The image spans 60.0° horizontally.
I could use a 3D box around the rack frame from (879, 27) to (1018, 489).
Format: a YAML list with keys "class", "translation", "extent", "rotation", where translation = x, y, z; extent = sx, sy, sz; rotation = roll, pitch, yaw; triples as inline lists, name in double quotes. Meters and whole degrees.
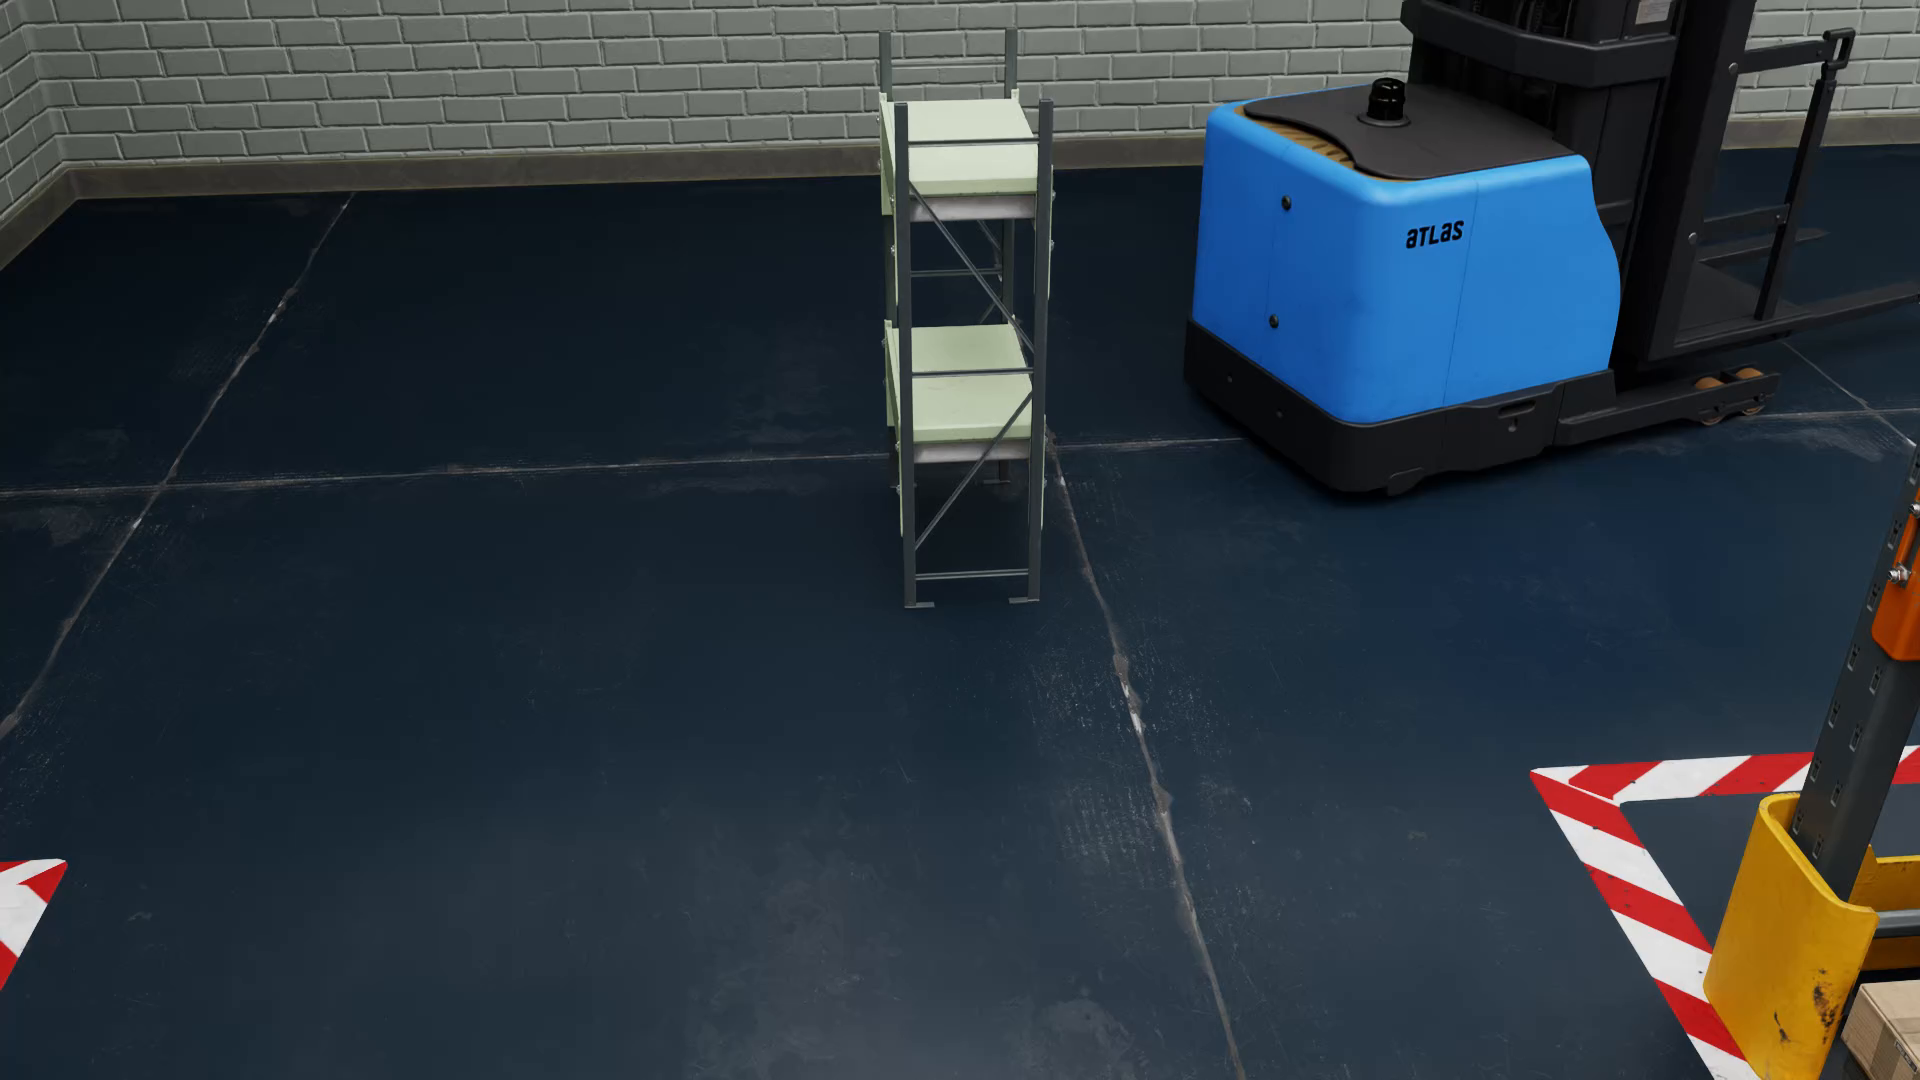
- class: "rack frame"
  translation: [-0.034, -0.827, 5.173]
  extent: [0.400, 1.500, 0.023]
  rotation: [-3, 31, -5]

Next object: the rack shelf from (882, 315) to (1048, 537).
- class: "rack shelf"
  translation: [0.001, -0.361, 5.027]
  extent: [0.431, 0.370, 0.720]
  rotation: [-3, 31, -5]

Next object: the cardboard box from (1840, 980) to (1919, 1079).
- class: "cardboard box"
  translation: [1.896, 0.951, 3.083]
  extent: [0.380, 0.149, 0.250]
  rotation: [-3, 31, -5]

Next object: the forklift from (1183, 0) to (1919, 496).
- class: "forklift"
  translation: [2.380, -1.900, 5.573]
  extent: [3.031, 2.935, 1.130]
  rotation: [-13, 33, -21]

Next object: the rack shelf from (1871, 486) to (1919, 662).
- class: "rack shelf"
  translation: [2.386, 1.016, 1.325]
  extent: [1.077, 0.370, 4.000]
  rotation: [-3, 31, -5]

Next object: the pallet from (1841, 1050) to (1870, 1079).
- class: "pallet"
  translation: [2.282, 1.329, 2.819]
  extent: [1.003, 0.211, 1.213]
  rotation: [-3, 31, -5]

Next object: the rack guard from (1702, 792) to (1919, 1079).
- class: "rack guard"
  translation: [2.206, 0.798, 3.426]
  extent: [1.175, 0.500, 0.348]
  rotation: [-3, 31, -5]

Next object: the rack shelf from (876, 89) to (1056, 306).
- class: "rack shelf"
  translation: [0.001, -0.976, 4.660]
  extent: [0.431, 0.370, 0.720]
  rotation: [-3, 31, -5]

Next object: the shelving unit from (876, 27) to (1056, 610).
- class: "shelving unit"
  translation: [0.001, -0.640, 4.860]
  extent: [0.431, 1.500, 0.755]
  rotation: [-3, 31, -5]

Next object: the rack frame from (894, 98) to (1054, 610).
- class: "rack frame"
  translation: [0.035, -0.454, 4.547]
  extent: [0.400, 1.500, 0.023]
  rotation: [-3, 31, -5]

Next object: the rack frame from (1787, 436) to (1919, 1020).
- class: "rack frame"
  translation: [2.199, -0.314, 2.850]
  extent: [1.000, 3.000, 0.127]
  rotation: [-3, 31, -5]
